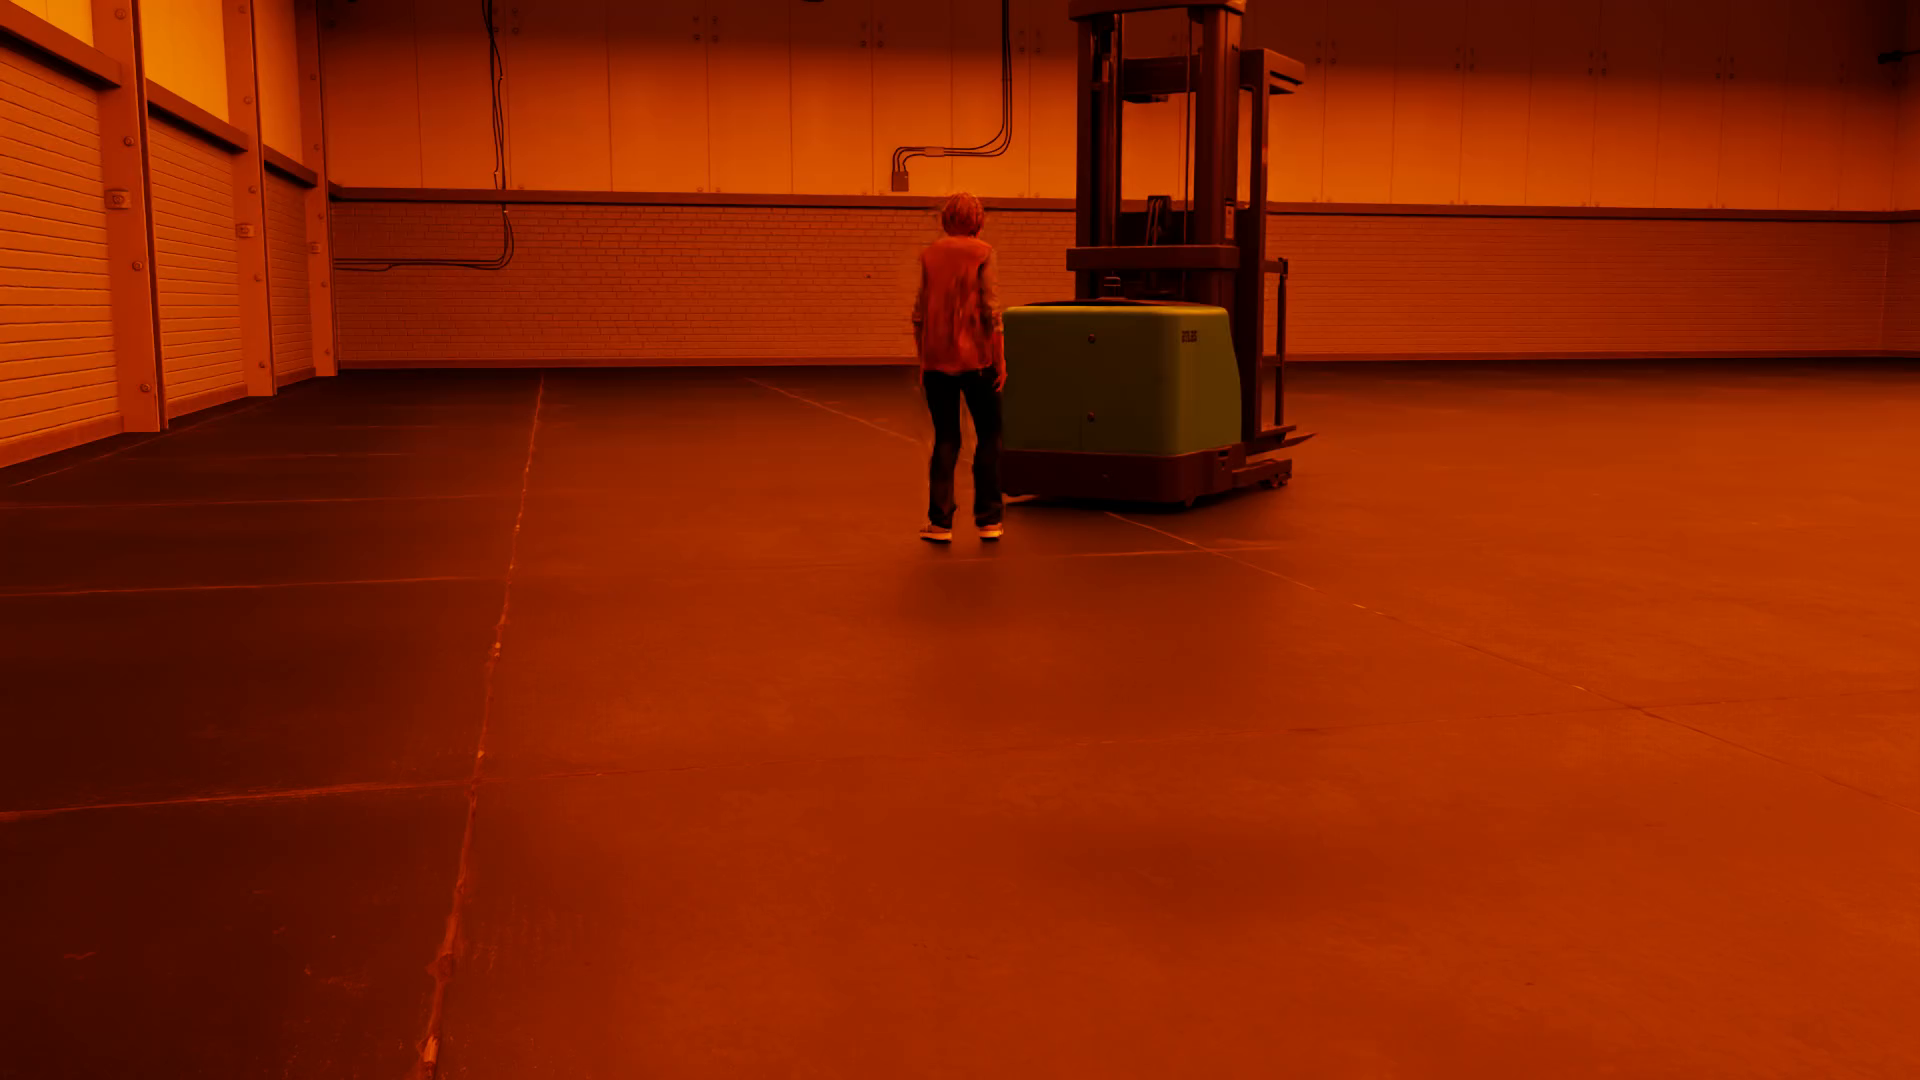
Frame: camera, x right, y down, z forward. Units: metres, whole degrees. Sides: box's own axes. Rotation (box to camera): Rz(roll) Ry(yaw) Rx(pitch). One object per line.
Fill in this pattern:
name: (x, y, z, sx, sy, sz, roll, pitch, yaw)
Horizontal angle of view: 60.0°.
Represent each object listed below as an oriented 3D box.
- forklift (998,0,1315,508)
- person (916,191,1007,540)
forklift: (1.363, -1.785, 9.885, 1.130, 2.935, 3.031, 4, 9, 29)
person: (0.025, -0.796, 7.660, 0.450, 1.591, 0.438, 4, 9, 29)
